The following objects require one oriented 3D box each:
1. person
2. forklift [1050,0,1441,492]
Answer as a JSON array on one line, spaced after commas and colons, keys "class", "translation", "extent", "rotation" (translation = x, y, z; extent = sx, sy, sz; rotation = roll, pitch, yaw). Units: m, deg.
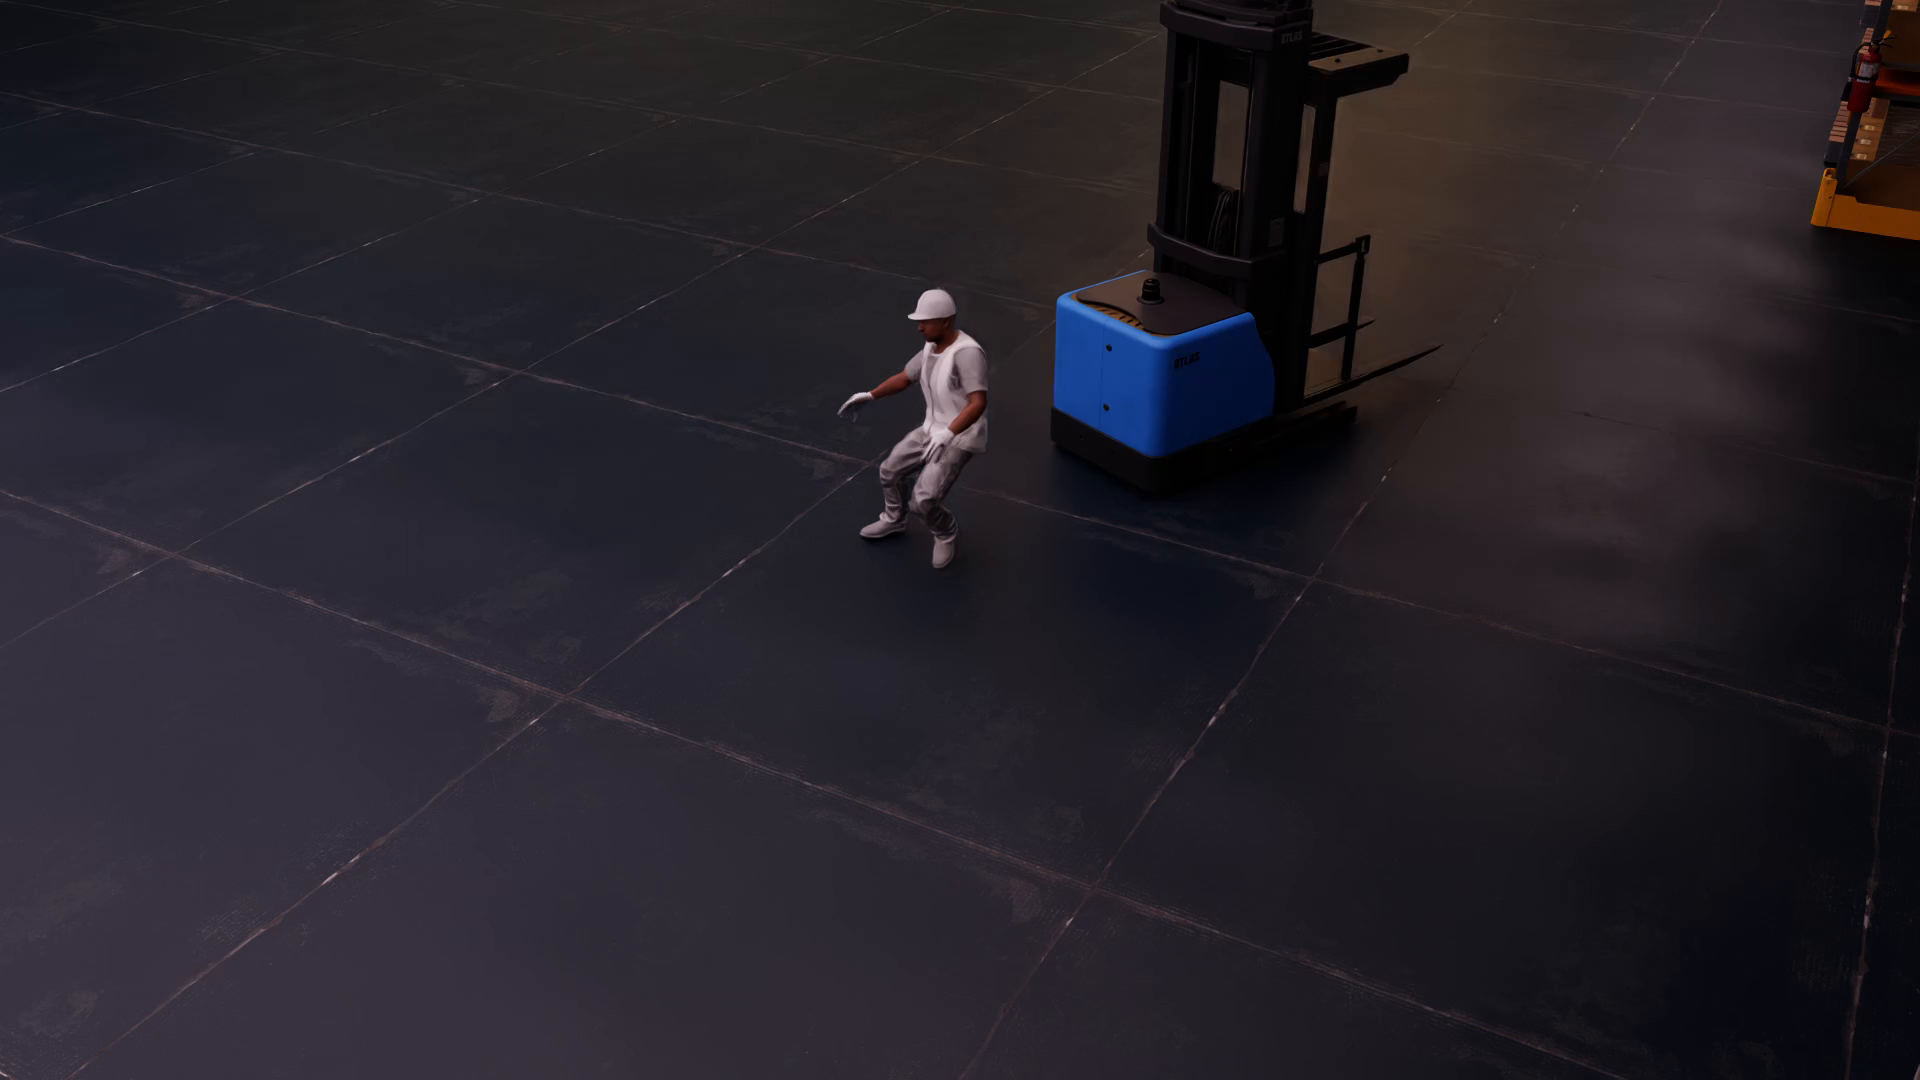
[{"class": "person", "translation": [-0.213, -0.605, 9.431], "extent": [0.713, 1.627, 0.872], "rotation": [-14, 33, -22]}, {"class": "forklift", "translation": [2.074, -2.155, 10.804], "extent": [3.031, 2.935, 1.130], "rotation": [-21, 36, -32]}]
